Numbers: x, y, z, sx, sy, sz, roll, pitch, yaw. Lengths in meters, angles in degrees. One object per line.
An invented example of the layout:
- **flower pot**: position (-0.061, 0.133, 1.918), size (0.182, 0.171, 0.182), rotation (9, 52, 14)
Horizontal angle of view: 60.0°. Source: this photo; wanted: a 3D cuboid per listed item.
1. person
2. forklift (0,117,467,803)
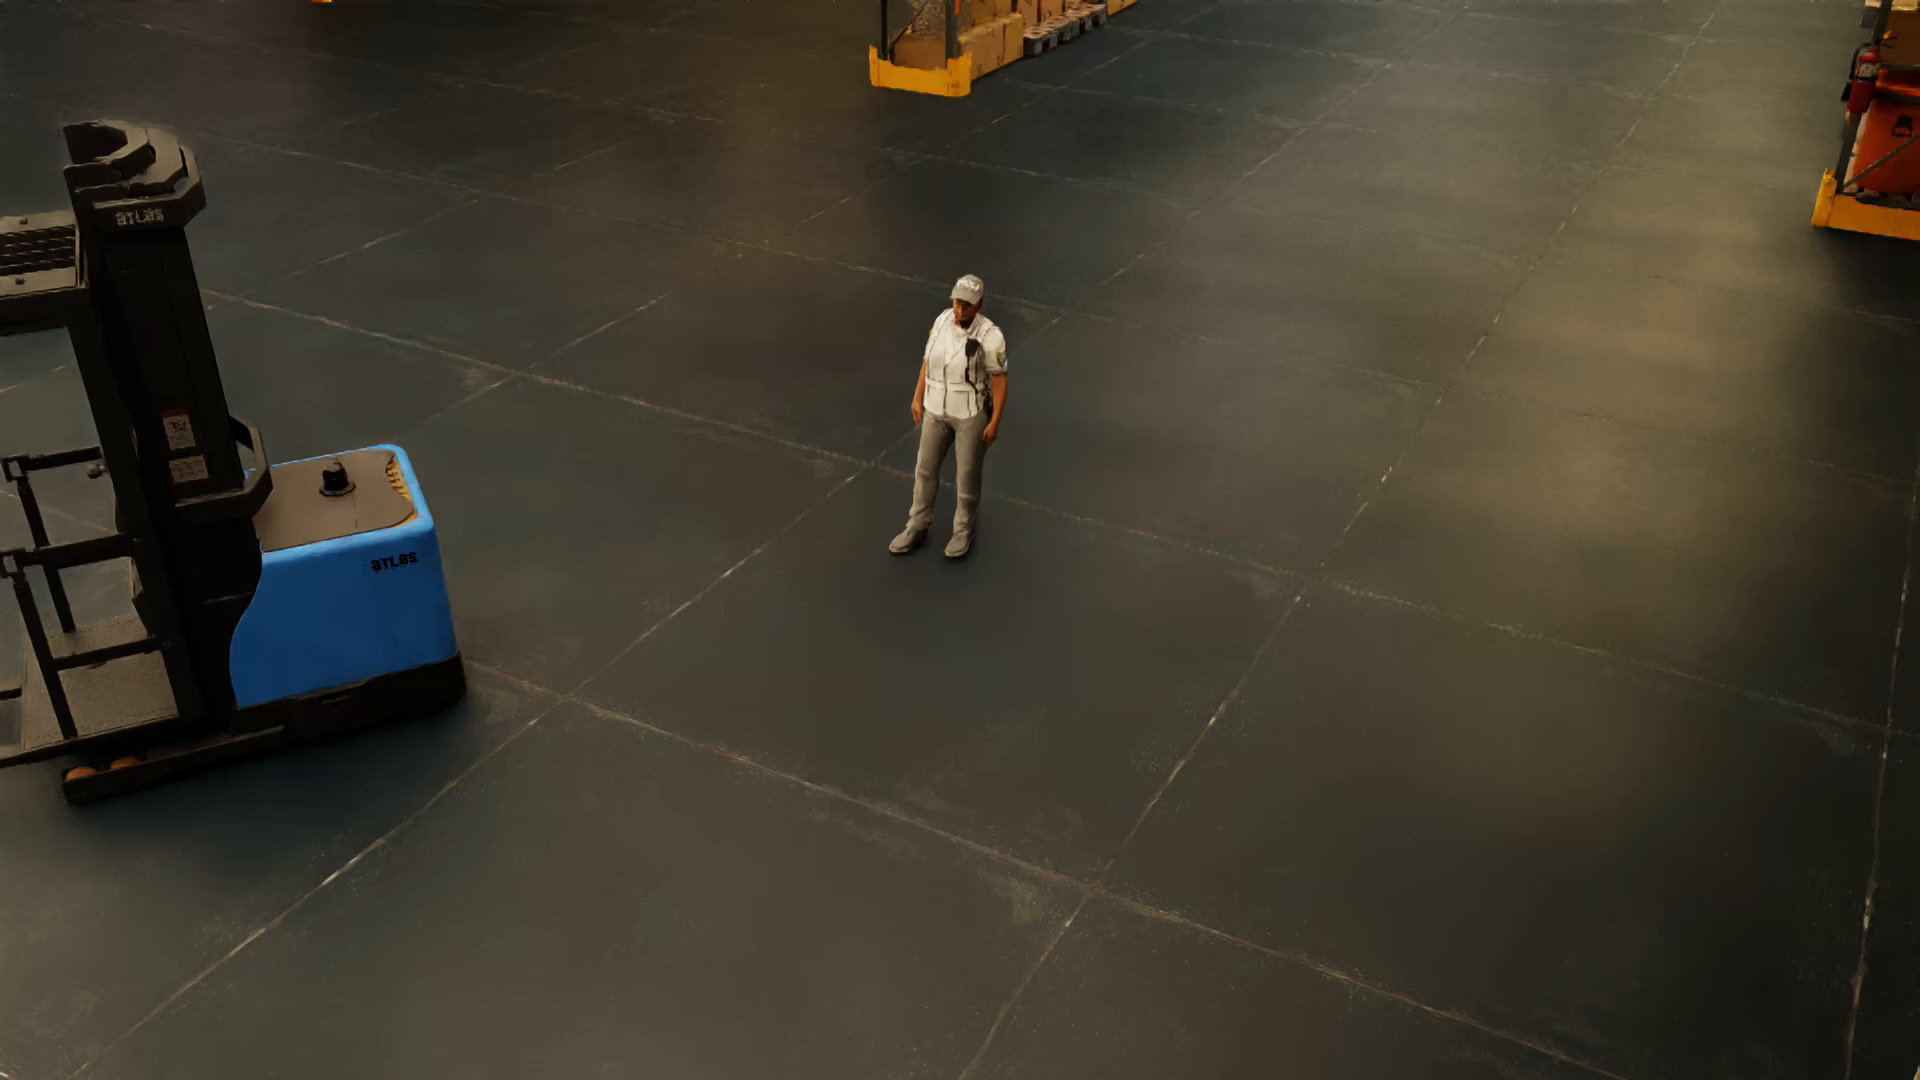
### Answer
- **person**: position (-0.057, -0.700, 9.534), size (0.598, 1.669, 0.529), rotation (15, 33, 25)
- **forklift**: position (-4.094, -0.331, 7.644), size (3.031, 2.935, 1.130), rotation (-13, 33, -22)
